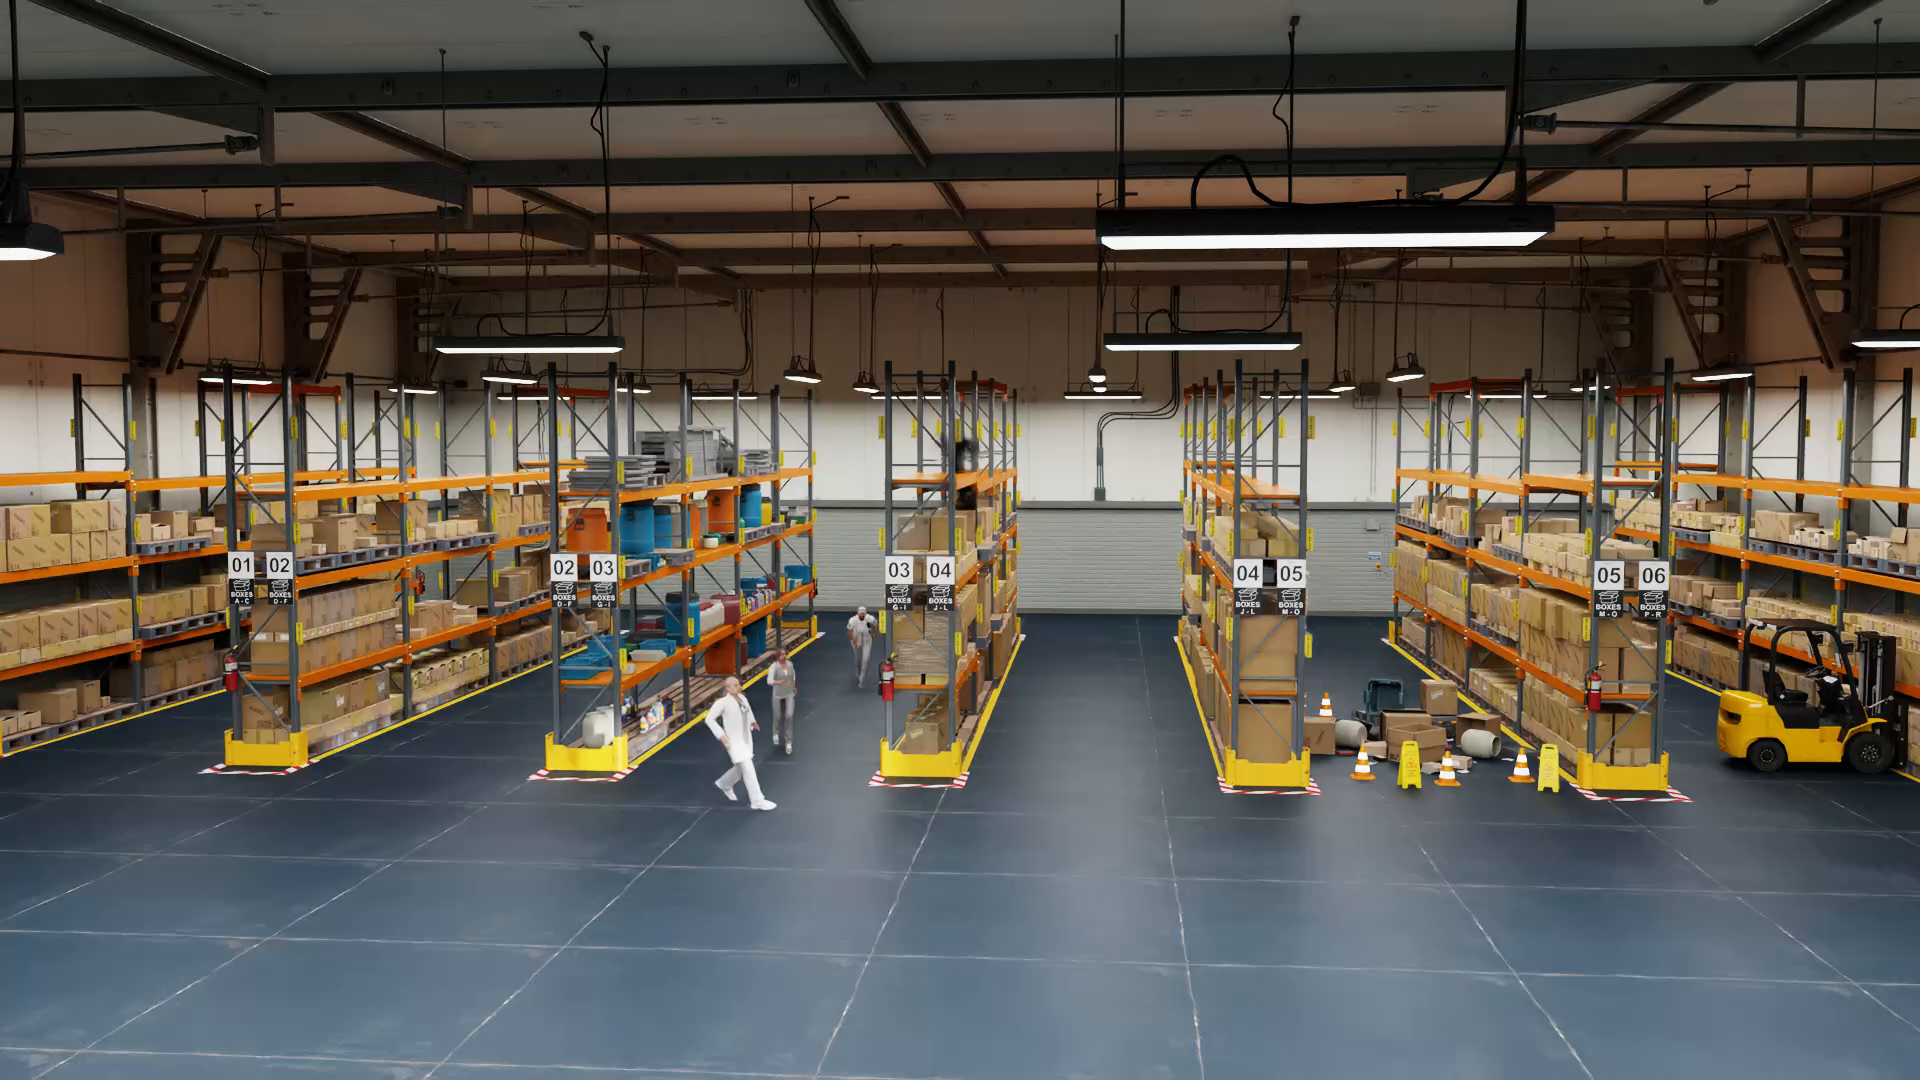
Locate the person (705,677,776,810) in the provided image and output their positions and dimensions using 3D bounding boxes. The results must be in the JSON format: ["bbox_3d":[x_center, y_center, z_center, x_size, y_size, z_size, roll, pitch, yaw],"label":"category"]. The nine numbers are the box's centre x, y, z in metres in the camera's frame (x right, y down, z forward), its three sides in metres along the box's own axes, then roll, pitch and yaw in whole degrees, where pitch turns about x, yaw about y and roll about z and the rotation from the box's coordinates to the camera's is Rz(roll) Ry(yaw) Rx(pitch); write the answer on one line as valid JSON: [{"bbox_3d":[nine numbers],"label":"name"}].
[{"bbox_3d":[-2.931,2.666,21.905,1.055,1.743,0.759,2,4,31],"label":"person"}]

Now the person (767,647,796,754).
[{"bbox_3d":[-2.787,2.474,26.007,0.497,1.624,0.822,-1,4,-17],"label":"person"}]

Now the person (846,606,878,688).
[{"bbox_3d":[-1.930,2.076,32.772,0.628,1.630,0.999,-1,4,-8],"label":"person"}]
